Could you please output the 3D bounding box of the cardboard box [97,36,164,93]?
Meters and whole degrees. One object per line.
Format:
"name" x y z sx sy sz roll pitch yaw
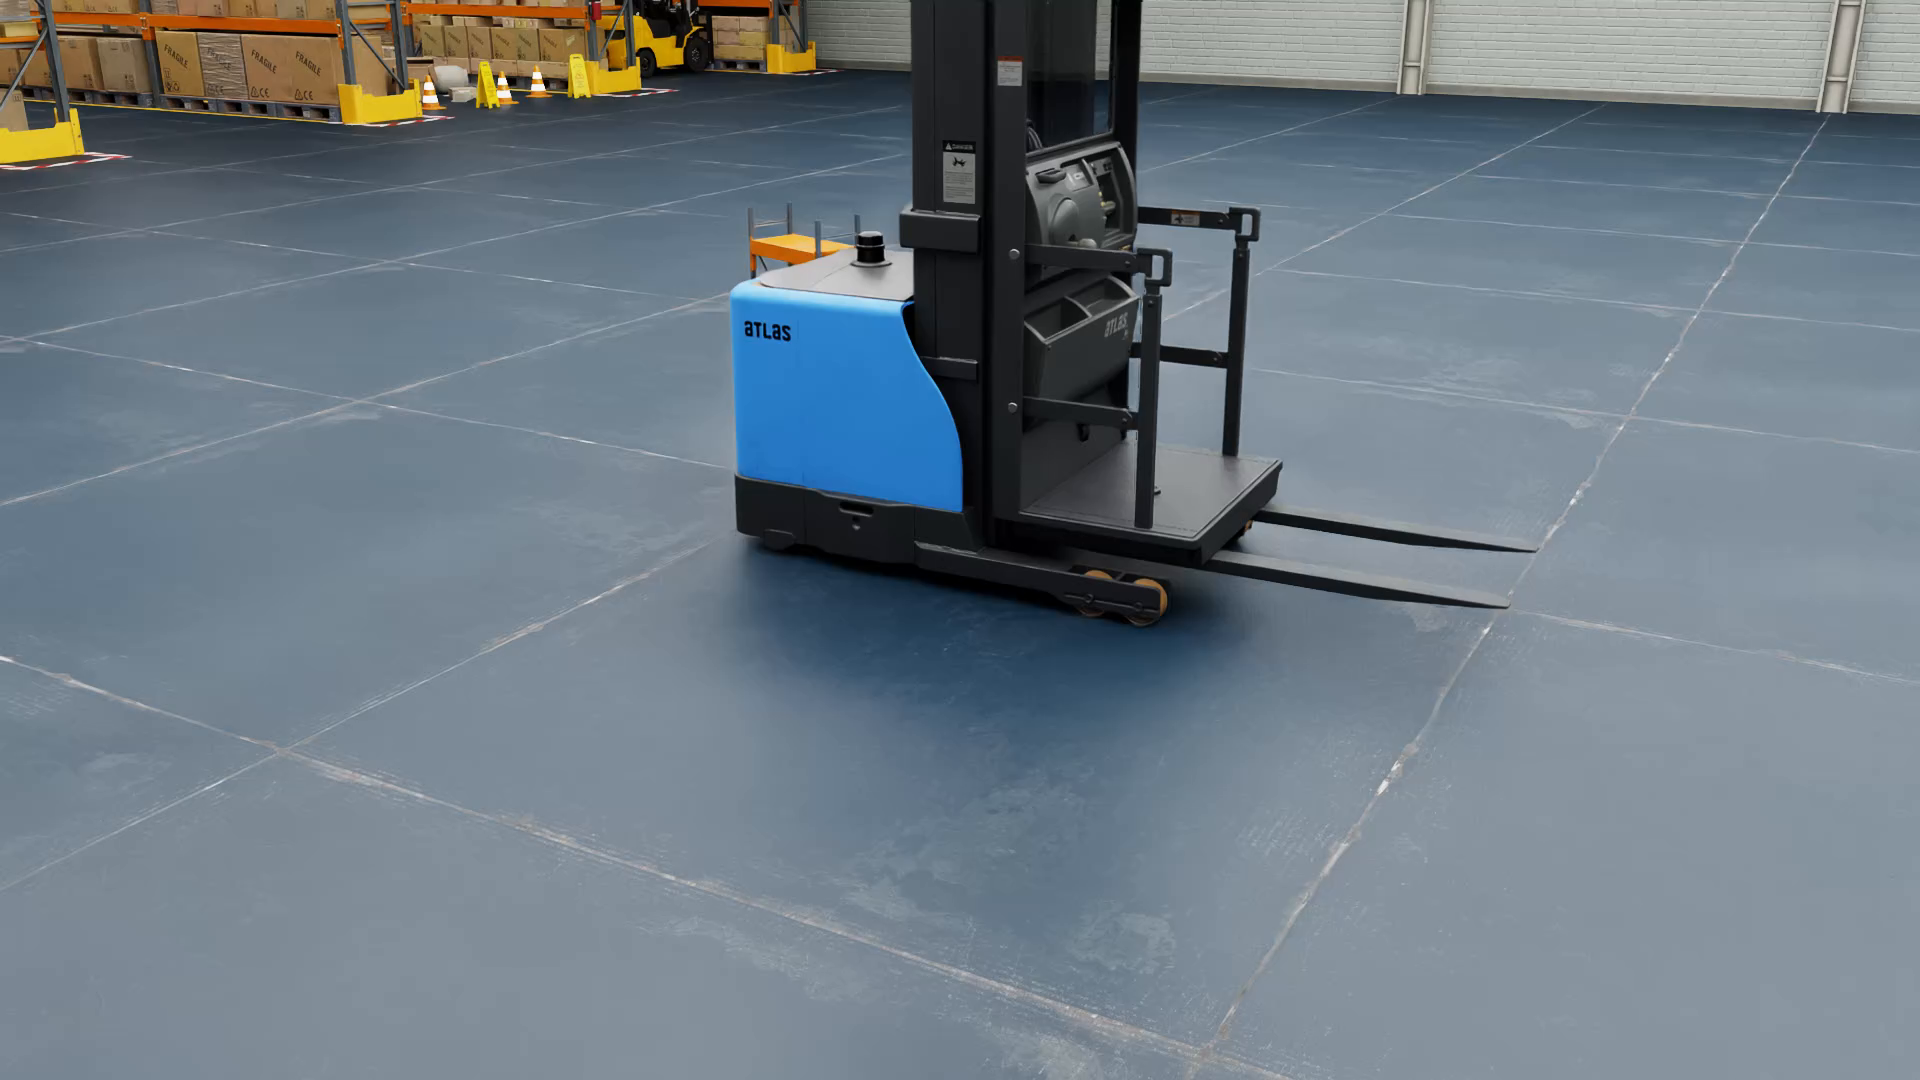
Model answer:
"cardboard box" -11.961 -7.027 24.522 0.750 0.750 1.050 11 23 27

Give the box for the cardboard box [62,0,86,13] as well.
"cardboard box" -12.843 -8.033 24.465 0.500 0.500 0.500 11 23 28

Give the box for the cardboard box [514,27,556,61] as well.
"cardboard box" -6.841 -8.035 26.933 0.500 0.500 0.500 12 23 29

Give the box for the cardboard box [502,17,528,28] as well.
"cardboard box" -7.184 -8.382 26.940 0.250 0.149 0.380 12 23 30

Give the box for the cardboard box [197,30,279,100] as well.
"cardboard box" -10.071 -6.735 23.534 0.875 0.875 0.875 11 23 28

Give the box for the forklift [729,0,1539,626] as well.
"forklift" 0.639 -1.275 6.081 3.031 2.935 1.130 10 22 25

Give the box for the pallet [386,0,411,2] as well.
"pallet" -9.645 -9.382 28.611 1.213 0.211 1.003 11 23 27

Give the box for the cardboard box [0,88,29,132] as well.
"cardboard box" -10.927 -4.817 18.796 0.500 0.500 0.500 16 25 37

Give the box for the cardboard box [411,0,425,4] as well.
"cardboard box" -8.930 -9.035 27.743 0.250 0.149 0.380 11 23 27

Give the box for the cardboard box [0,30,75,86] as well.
"cardboard box" -14.379 -7.488 25.792 0.750 0.750 1.050 10 22 27

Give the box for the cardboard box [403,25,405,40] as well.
"cardboard box" -11.487 -10.646 34.865 0.500 0.500 0.500 12 23 30

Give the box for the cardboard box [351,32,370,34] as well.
"cardboard box" -9.891 -7.947 26.931 0.500 0.500 0.500 11 23 27

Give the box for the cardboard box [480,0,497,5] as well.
"cardboard box" -7.584 -8.786 27.057 0.250 0.149 0.380 11 23 27

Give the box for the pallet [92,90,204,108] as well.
"pallet" -12.085 -6.606 24.767 1.213 0.211 1.003 11 23 27

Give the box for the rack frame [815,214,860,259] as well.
"rack frame" -0.529 -0.832 7.399 0.240 1.200 0.015 -18 26 -40

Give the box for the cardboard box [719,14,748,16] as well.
"cardboard box" -4.336 -9.794 31.416 0.500 0.250 0.500 11 22 27

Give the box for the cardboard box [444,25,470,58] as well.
"cardboard box" -8.192 -8.295 27.650 0.500 0.500 0.500 12 23 29

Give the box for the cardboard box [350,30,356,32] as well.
"cardboard box" -12.833 -10.899 35.563 0.500 0.500 0.500 10 22 27

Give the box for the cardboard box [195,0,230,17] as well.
"cardboard box" -10.142 -7.614 23.237 0.550 0.550 0.875 11 23 27

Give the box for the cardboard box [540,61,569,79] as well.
"cardboard box" -6.415 -7.599 26.832 0.500 0.250 0.500 11 23 27

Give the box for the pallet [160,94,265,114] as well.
"pallet" -10.749 -6.350 24.062 1.213 0.211 1.003 11 23 27

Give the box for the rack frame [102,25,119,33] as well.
"rack frame" -16.033 -10.632 31.776 0.127 3.000 1.000 11 23 27

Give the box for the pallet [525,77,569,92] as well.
"pallet" -6.315 -7.484 27.186 1.213 0.211 1.003 11 23 27

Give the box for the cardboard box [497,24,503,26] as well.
"cardboard box" -7.511 -8.372 27.862 0.500 0.500 0.500 12 23 30

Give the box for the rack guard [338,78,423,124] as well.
"rack guard" -7.862 -5.967 22.581 0.348 0.500 1.175 11 23 27

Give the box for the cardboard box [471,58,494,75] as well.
"cardboard box" -7.729 -7.855 27.537 0.500 0.250 0.500 10 22 27

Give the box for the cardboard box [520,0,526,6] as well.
"cardboard box" -6.871 -8.693 26.799 0.250 0.149 0.380 11 23 28

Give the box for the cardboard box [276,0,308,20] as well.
"cardboard box" -8.719 -7.349 22.507 0.550 0.550 0.875 11 23 27

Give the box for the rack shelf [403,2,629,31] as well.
"rack shelf" -7.303 -8.631 27.314 4.000 0.370 1.077 11 23 27

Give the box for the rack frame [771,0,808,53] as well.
"rack frame" -3.139 -10.114 30.350 0.127 3.000 1.000 11 23 27

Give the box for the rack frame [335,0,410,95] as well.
"rack frame" -7.883 -7.146 22.166 0.127 3.000 1.000 11 23 27

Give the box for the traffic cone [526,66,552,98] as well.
"traffic cone" -6.561 -7.131 25.845 0.334 0.463 0.336 11 23 27

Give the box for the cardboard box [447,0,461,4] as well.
"cardboard box" -8.239 -8.922 27.431 0.250 0.149 0.380 12 23 29

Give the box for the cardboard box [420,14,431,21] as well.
"cardboard box" -10.932 -10.815 34.380 0.250 0.149 0.380 10 22 25

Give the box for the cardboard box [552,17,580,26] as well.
"cardboard box" -7.766 -10.076 33.109 0.625 0.625 0.875 11 22 27

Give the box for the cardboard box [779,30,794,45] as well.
"cardboard box" -3.448 -9.394 31.048 0.500 0.250 0.500 11 23 28

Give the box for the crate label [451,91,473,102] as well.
"crate label" -7.522 -6.703 25.144 0.298 0.136 0.250 0 20 -1

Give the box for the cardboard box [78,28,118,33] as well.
"cardboard box" -16.529 -9.761 32.517 0.875 0.438 0.875 10 22 27

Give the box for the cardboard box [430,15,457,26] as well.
"cardboard box" -8.586 -8.647 27.668 0.250 0.149 0.380 11 23 28

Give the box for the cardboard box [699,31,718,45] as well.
"cardboard box" -4.610 -9.408 31.087 0.500 0.250 0.500 10 22 26

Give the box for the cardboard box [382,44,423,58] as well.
"cardboard box" -9.508 -8.350 28.723 0.625 0.372 0.950 11 23 28

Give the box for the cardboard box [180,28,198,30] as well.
"cardboard box" -13.880 -9.454 31.030 0.875 0.875 0.875 11 23 28

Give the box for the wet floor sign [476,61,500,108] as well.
"wet floor sign" -6.892 -6.624 24.179 0.232 0.644 0.267 7 21 18

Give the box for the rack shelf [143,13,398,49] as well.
"rack shelf" -9.629 -7.140 23.205 4.000 0.370 1.077 11 23 27

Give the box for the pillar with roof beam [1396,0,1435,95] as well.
"pillar with roof beam" 5.069 -10.042 21.351 0.400 9.000 9.100 11 23 27

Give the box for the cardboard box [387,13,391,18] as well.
"cardboard box" -11.822 -11.008 34.911 0.250 0.149 0.380 10 22 25

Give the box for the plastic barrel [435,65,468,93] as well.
"plastic barrel" -8.098 -7.318 26.418 0.512 0.421 0.421 -7 21 -20

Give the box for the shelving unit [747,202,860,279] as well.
"shelving unit" -0.695 -0.893 7.568 0.258 1.200 0.503 -18 26 -40

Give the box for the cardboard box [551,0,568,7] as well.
"cardboard box" -6.263 -8.526 26.338 0.250 0.149 0.380 10 22 27

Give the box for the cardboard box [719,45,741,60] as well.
"cardboard box" -4.133 -9.089 30.939 0.500 0.250 0.500 11 23 27

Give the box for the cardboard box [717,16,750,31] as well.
"cardboard box" -4.142 -9.556 30.761 0.500 0.250 0.500 11 23 28
